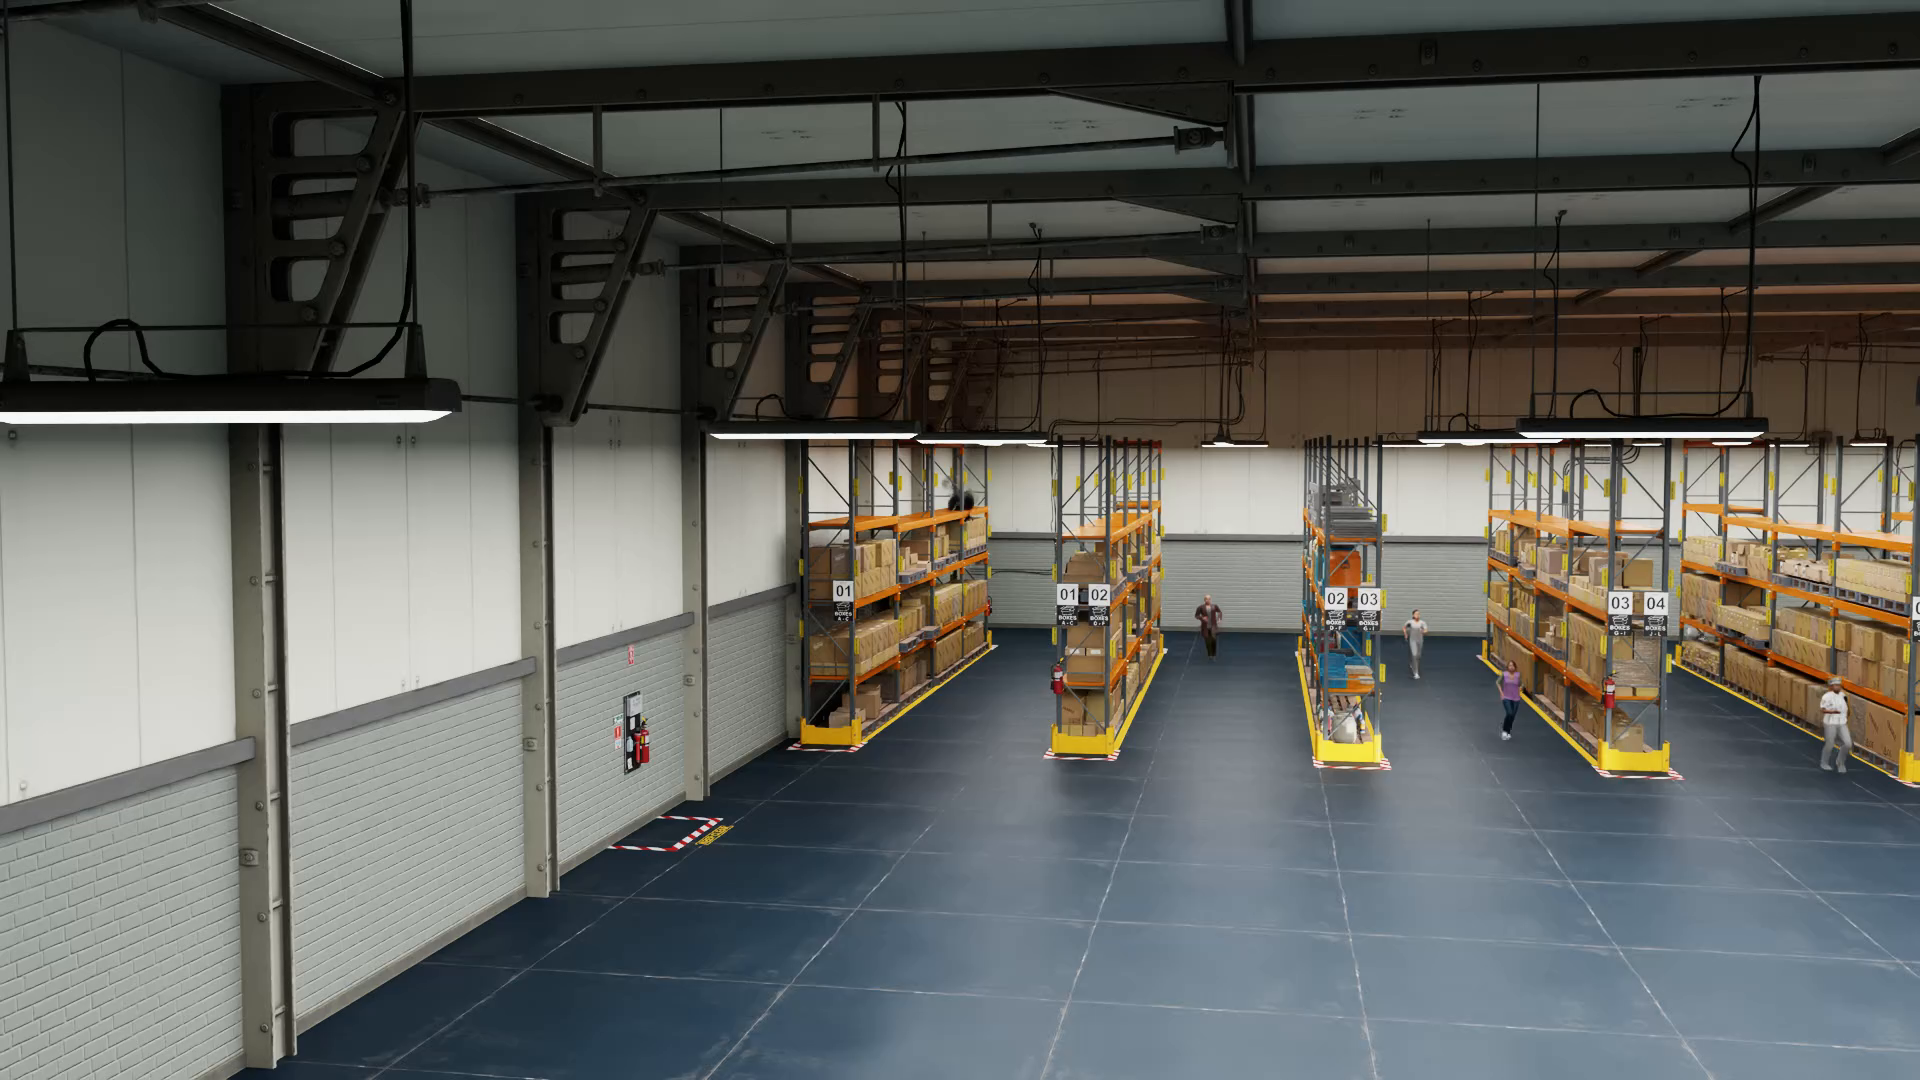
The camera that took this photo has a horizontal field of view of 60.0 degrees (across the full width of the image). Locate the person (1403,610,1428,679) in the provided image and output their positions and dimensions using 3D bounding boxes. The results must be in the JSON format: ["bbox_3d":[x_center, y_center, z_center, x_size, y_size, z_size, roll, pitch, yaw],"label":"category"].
[{"bbox_3d":[11.499,2.602,41.954,0.546,1.702,0.880,0,3,-4],"label":"person"}]

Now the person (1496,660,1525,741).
[{"bbox_3d":[10.853,3.160,32.737,0.510,1.591,0.646,0,3,5],"label":"person"}]

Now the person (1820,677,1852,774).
[{"bbox_3d":[15.533,3.292,29.466,0.569,1.739,0.629,0,3,0],"label":"person"}]

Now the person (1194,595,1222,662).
[{"bbox_3d":[6.737,2.414,45.183,0.735,1.848,0.695,0,3,5],"label":"person"}]

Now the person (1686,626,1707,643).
[{"bbox_3d":[20.253,2.383,45.776,0.773,1.713,0.950,-3,4,-41],"label":"person"}]
